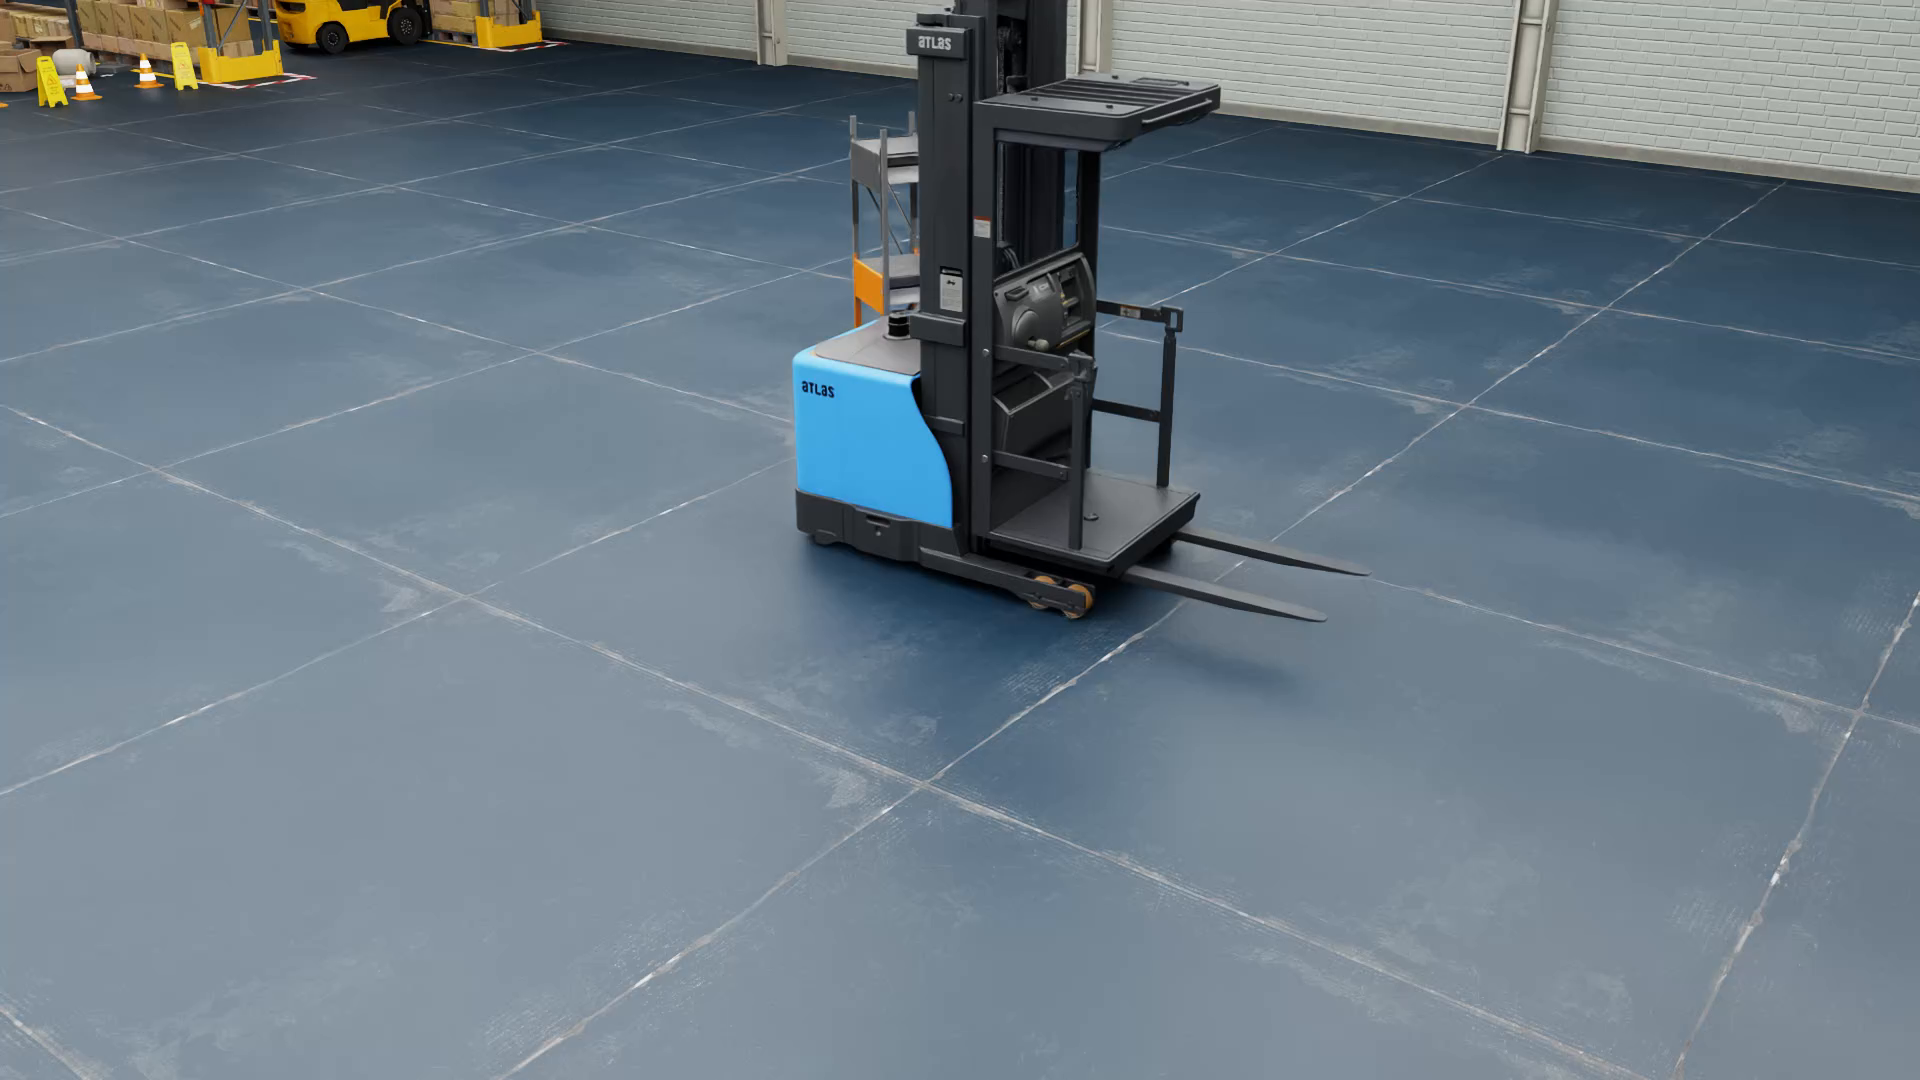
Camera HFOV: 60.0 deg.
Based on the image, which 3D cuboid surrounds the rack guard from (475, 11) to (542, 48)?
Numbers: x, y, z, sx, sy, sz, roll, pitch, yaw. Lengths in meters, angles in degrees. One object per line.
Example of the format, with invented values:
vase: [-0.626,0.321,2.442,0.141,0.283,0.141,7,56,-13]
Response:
rack guard: [-7.731,-8.766,28.525,0.348,0.500,1.175,17,29,33]

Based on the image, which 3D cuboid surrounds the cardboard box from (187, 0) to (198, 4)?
cardboard box: [-12.041,-8.129,25.939,0.500,0.500,0.500,17,29,34]

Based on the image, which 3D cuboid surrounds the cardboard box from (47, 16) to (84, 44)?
cardboard box: [-14.346,-8.396,27.324,0.625,0.372,0.950,17,29,34]

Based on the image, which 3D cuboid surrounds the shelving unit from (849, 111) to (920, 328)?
shelving unit: [-0.353,-1.428,9.886,0.431,2.100,0.503,-10,26,-22]

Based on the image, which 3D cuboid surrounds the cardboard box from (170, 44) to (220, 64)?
cardboard box: [-11.552,-7.361,25.127,0.500,0.250,0.500,17,29,33]

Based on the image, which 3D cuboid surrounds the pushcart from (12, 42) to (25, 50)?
pushcart: [-15.252,-7.333,25.424,0.936,0.377,1.648,7,25,15]

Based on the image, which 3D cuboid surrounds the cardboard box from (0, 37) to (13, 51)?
cardboard box: [-14.401,-7.064,24.490,0.503,0.637,0.797,17,29,33]

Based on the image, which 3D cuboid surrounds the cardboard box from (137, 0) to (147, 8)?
cardboard box: [-12.265,-8.190,25.272,0.250,0.149,0.380,18,30,35]

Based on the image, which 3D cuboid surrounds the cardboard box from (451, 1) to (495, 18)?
cardboard box: [-8.327,-9.095,28.441,0.500,0.250,0.500,16,29,33]

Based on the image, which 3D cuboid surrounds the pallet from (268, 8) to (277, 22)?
pallet: [-12.544,-10.067,31.836,1.213,0.211,1.003,17,29,33]

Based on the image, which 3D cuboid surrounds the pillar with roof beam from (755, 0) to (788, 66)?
pillar with roof beam: [-5.548,-10.280,21.421,0.400,9.000,9.100,17,29,33]

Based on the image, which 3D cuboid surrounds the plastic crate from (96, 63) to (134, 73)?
plastic crate: [-13.160,-7.300,25.719,0.583,0.080,0.402,7,25,15]

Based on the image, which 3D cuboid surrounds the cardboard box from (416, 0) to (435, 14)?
cardboard box: [-9.148,-9.338,28.992,0.500,0.250,0.500,16,28,32]

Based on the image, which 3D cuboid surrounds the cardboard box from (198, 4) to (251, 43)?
cardboard box: [-11.223,-7.880,25.374,0.500,0.500,0.500,16,28,32]

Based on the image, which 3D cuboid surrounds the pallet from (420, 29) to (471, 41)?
pallet: [-9.359,-9.106,29.655,1.213,0.211,1.003,17,29,33]

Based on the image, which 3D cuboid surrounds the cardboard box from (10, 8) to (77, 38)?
cardboard box: [-15.481,-8.736,28.096,0.625,0.372,0.950,18,29,35]

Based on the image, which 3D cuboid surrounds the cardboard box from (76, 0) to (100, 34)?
cardboard box: [-13.615,-8.328,26.390,0.500,0.500,0.500,18,30,36]

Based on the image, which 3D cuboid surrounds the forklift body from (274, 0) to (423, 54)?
forklift body: [-10.362,-9.397,27.910,1.214,2.155,2.313,17,29,33]

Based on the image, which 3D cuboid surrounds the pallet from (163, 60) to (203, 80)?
pallet: [-11.414,-7.263,25.473,1.213,0.211,1.003,17,29,33]

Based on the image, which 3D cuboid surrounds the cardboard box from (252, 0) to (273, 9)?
cardboard box: [-13.133,-10.645,32.114,0.625,0.625,0.875,18,29,35]

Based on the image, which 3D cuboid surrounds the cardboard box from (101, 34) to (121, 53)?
cardboard box: [-13.181,-7.859,26.256,0.500,0.250,0.500,19,30,36]

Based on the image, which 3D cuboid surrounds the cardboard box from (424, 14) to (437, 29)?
cardboard box: [-9.103,-9.108,29.091,0.500,0.250,0.500,17,29,34]

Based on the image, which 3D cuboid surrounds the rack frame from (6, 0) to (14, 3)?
rack frame: [-17.126,-10.248,28.788,0.127,3.000,1.000,17,29,33]

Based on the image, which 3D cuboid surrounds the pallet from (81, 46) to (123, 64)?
pallet: [-13.366,-7.853,26.812,1.213,0.211,1.003,17,29,33]

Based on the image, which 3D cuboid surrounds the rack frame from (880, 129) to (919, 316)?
rack frame: [-0.255,-1.338,9.682,0.400,2.100,0.015,-10,26,-22]

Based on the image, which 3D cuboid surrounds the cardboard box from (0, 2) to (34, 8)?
cardboard box: [-16.680,-9.097,28.916,0.625,0.372,0.950,15,28,30]

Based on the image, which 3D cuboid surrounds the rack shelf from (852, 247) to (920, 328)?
rack shelf: [-0.353,-1.415,9.892,0.431,0.518,0.480,-10,26,-22]

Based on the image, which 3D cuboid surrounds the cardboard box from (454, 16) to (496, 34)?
cardboard box: [-8.316,-8.861,28.530,0.500,0.250,0.500,17,29,34]

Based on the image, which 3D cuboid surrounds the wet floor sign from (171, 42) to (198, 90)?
wet floor sign: [-11.214,-6.845,23.984,0.267,0.644,0.232,-15,28,-30]

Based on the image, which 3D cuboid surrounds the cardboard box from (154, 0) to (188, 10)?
cardboard box: [-11.856,-8.064,24.986,0.250,0.149,0.380,18,29,35]

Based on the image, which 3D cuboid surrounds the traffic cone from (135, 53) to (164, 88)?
traffic cone: [-11.842,-6.840,24.200,0.334,0.463,0.336,17,29,33]

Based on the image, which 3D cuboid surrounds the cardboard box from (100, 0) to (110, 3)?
cardboard box: [-13.138,-8.451,25.865,0.250,0.149,0.380,18,30,35]

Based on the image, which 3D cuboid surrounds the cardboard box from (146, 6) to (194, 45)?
cardboard box: [-11.941,-7.825,25.248,0.500,0.500,0.500,18,30,35]

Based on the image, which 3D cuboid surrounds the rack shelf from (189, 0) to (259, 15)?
rack shelf: [-12.325,-8.467,25.640,4.000,0.370,1.077,17,29,33]

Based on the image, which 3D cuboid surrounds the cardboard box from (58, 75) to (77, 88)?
cardboard box: [-12.984,-6.674,24.212,0.380,0.149,0.250,-10,26,-21]

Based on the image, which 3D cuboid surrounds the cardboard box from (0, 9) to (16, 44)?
cardboard box: [-14.968,-7.901,25.624,0.500,0.500,0.500,17,29,33]

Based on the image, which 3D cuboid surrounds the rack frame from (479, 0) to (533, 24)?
rack frame: [-7.750,-9.915,28.034,0.127,3.000,1.000,17,29,33]

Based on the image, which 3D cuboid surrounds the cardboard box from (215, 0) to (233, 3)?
cardboard box: [-14.619,-10.931,32.919,0.500,0.500,0.500,18,29,35]

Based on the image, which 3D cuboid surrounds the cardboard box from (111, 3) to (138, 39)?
cardboard box: [-12.765,-8.076,25.819,0.500,0.500,0.500,19,30,36]

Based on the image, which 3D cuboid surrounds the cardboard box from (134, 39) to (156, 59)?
cardboard box: [-12.364,-7.608,25.687,0.500,0.250,0.500,16,28,31]

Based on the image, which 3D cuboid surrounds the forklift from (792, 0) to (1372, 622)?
forklift: [0.610,-1.193,8.323,3.031,2.935,1.130,14,28,29]

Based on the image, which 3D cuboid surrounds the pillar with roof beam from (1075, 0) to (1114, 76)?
pillar with roof beam: [-0.746,-8.829,18.128,0.400,9.000,9.100,17,29,33]
